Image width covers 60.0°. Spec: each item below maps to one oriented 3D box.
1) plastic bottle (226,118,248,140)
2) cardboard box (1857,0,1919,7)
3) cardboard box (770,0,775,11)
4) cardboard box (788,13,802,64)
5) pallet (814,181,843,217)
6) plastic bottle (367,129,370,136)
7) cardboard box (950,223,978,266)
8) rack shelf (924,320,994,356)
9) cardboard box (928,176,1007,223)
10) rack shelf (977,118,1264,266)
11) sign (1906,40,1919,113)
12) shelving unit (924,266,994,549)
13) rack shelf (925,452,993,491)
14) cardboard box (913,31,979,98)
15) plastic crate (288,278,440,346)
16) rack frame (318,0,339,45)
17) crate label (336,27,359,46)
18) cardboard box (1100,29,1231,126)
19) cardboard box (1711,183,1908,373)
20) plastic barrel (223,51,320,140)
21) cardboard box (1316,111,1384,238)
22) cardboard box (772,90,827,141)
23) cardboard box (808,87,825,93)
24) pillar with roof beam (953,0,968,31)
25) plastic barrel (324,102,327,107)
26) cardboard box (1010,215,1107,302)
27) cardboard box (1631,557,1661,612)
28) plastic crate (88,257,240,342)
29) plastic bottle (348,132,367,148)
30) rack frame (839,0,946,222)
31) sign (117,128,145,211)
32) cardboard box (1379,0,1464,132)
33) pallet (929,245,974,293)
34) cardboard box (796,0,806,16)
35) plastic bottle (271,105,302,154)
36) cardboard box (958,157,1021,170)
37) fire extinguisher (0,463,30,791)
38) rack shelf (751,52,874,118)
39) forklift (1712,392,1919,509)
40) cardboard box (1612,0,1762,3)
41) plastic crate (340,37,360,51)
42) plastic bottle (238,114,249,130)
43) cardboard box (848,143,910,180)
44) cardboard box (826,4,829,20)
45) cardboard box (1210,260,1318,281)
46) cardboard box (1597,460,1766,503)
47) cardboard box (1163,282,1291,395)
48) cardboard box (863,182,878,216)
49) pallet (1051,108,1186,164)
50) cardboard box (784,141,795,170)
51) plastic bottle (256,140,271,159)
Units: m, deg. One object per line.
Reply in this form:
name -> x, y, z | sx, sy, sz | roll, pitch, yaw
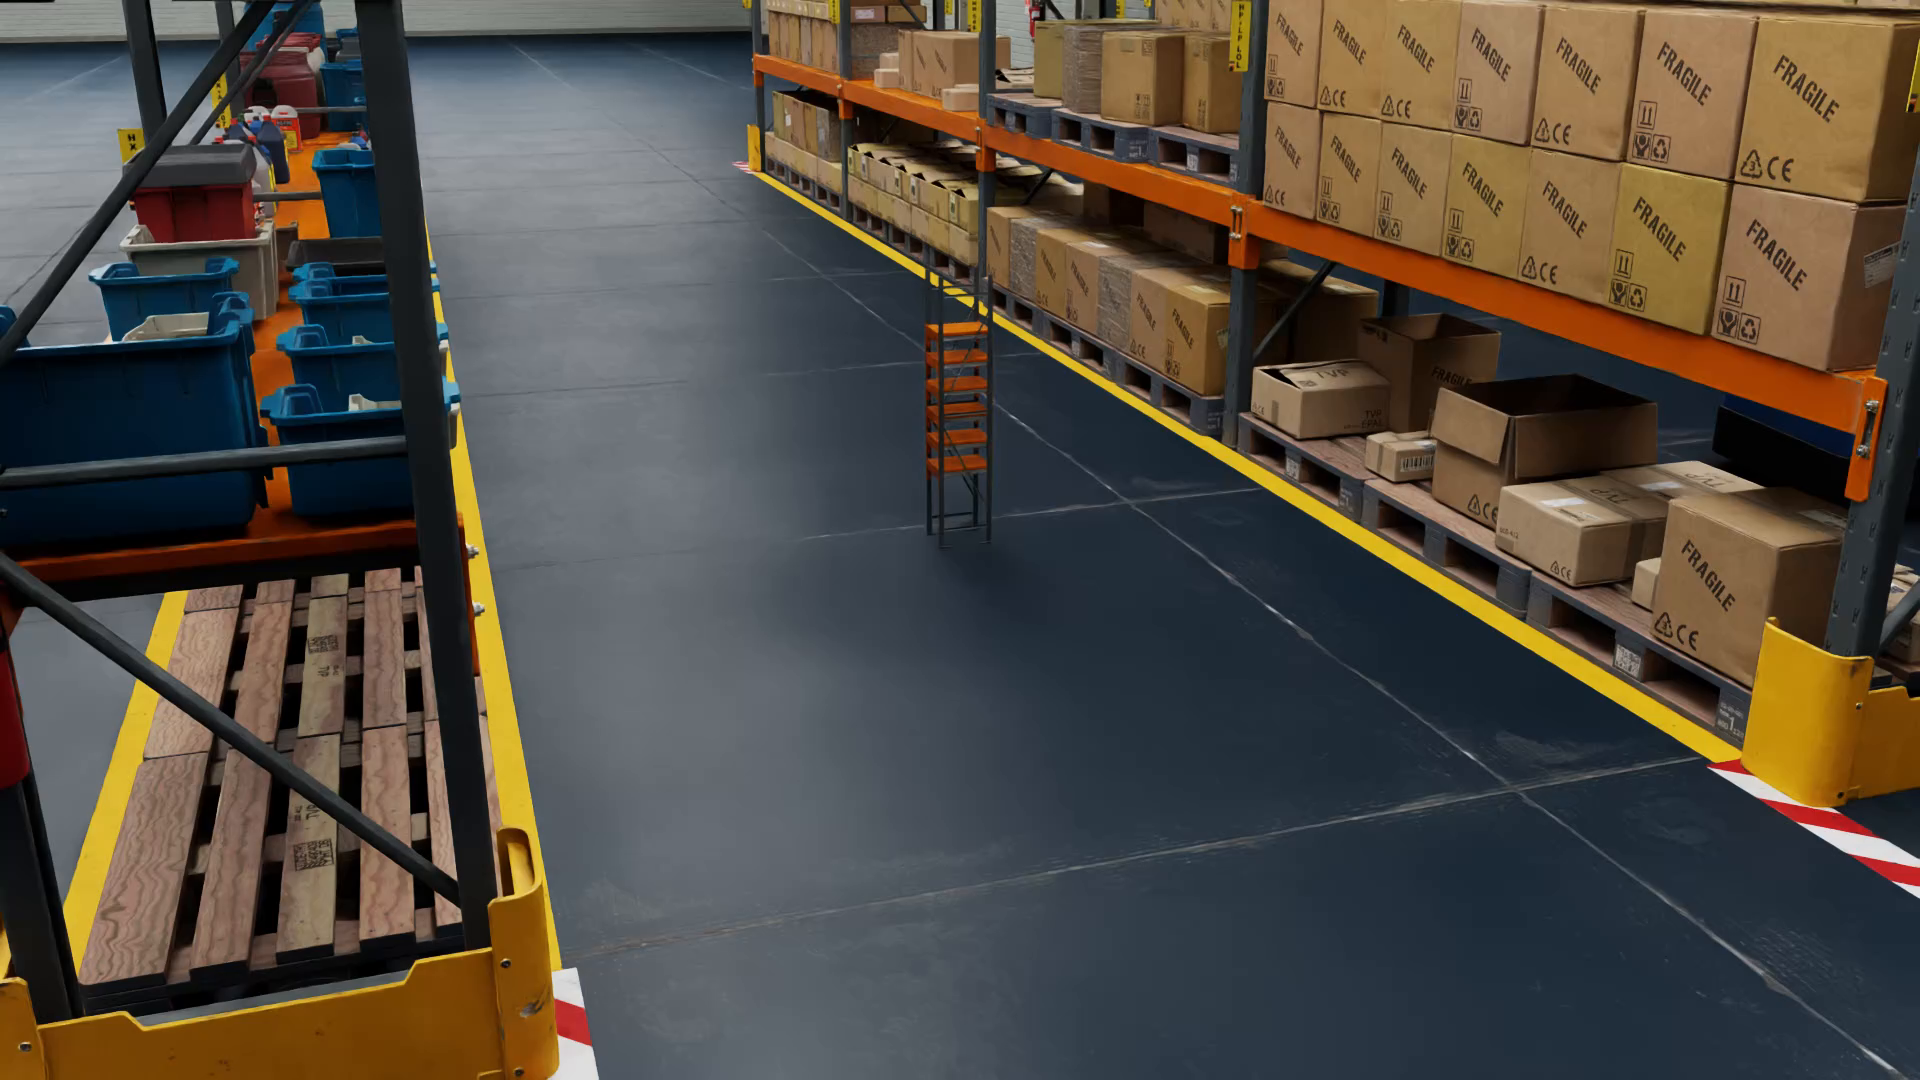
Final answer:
plastic bottle -> -3.765, -2.022, 8.682 | 0.144, 0.351, 0.185 | -6, 21, -17
cardboard box -> 6.044, -3.322, 10.500 | 0.500, 0.250, 0.500 | -6, 21, -16
cardboard box -> -1.883, -5.927, 18.372 | 0.380, 0.149, 0.250 | -7, 21, -19
cardboard box -> -1.433, -5.376, 17.798 | 0.700, 0.500, 0.500 | -6, 21, -17
pallet -> -0.841, -3.471, 16.769 | 1.003, 0.211, 1.213 | -6, 21, -17
plastic bottle -> -3.175, -2.185, 9.136 | 0.144, 0.351, 0.185 | -6, 21, -17
cardboard box -> 0.230, -2.287, 12.793 | 0.500, 0.250, 0.500 | -6, 21, -16
rack shelf -> -0.005, -0.866, 7.120 | 0.258, 0.103, 0.180 | -6, 21, -17
cardboard box -> 0.059, -2.716, 13.157 | 0.500, 0.311, 0.500 | -7, 21, -18
rack shelf -> 1.255, -2.260, 10.336 | 1.077, 0.370, 4.000 | -6, 21, -17
sign -> 2.608, -1.314, 4.458 | 0.100, 0.325, 0.005 | -6, 21, -17
shelving unit -> -0.005, -0.569, 7.227 | 0.258, 1.200, 0.189 | -6, 21, -17
rack shelf -> -0.005, -0.302, 7.323 | 0.258, 0.103, 0.180 | -6, 21, -17
cardboard box -> -0.082, -3.993, 13.949 | 0.500, 0.500, 0.500 | -6, 21, -17
plastic crate -> -1.741, -0.634, 4.904 | 0.416, 0.233, 0.300 | -6, 21, -17
rack frame -> -6.591, -5.283, 17.687 | 1.000, 3.000, 0.127 | -6, 21, -17
crate label -> -5.756, -4.737, 16.116 | 0.502, 0.435, 0.616 | -6, 21, -17
cardboard box -> 1.270, -2.762, 9.899 | 0.700, 0.500, 0.500 | -12, 23, -31
cardboard box -> 2.742, -0.835, 5.156 | 0.500, 0.500, 0.500 | -6, 21, -16
plastic barrel -> -4.510, -2.896, 10.841 | 0.600, 0.536, 0.708 | -6, 21, -17
cardboard box -> 1.950, -1.647, 7.418 | 0.500, 0.500, 0.500 | -6, 21, -16
cardboard box -> -1.771, -4.708, 18.424 | 0.500, 0.500, 0.500 | -6, 21, -17
cardboard box -> -1.437, -4.924, 19.024 | 0.500, 0.500, 0.500 | -6, 21, -17
pillar with roof beam -> -4.004, -12.419, 28.681 | 9.100, 9.000, 0.400 | -6, 21, -17
plastic barrel -> -5.064, -3.493, 12.908 | 0.301, 0.262, 0.301 | 0, 20, 0
cardboard box -> 0.668, -1.927, 11.392 | 0.500, 0.500, 0.500 | -7, 21, -19
cardboard box -> 2.695, 0.165, 6.059 | 0.380, 0.166, 0.250 | -6, 21, -17
plastic crate -> -2.451, -0.729, 5.169 | 0.416, 0.233, 0.300 | -6, 21, -17
plastic bottle -> -3.176, -2.019, 8.791 | 0.097, 0.271, 0.097 | 0, 20, 0
rack frame -> -0.630, -4.524, 15.575 | 1.000, 3.000, 0.127 | -6, 21, -17
sign -> -3.342, -1.504, 6.757 | 0.100, 0.325, 0.005 | -6, 21, -17
cardboard box -> 2.089, -1.963, 6.817 | 0.500, 0.500, 0.500 | -7, 21, -19
pallet -> 0.405, -2.196, 13.219 | 1.003, 0.211, 1.213 | -6, 21, -17
cardboard box -> -1.486, -5.518, 17.234 | 0.380, 0.149, 0.250 | -6, 21, -17
plastic bottle -> -4.103, -2.500, 10.123 | 0.152, 0.276, 0.135 | -6, 21, -17
cardboard box -> 0.248, -3.104, 14.237 | 0.500, 0.311, 0.500 | -7, 21, -18
fire extinguisher -> -1.946, 0.160, 3.198 | 0.296, 0.674, 0.183 | -6, 21, -17
rack shelf -> -1.259, -4.827, 17.483 | 1.077, 0.370, 4.000 | -6, 21, -17
forklift -> 5.396, -1.704, 7.826 | 3.031, 2.935, 1.130 | -3, 20, -10
cardboard box -> 2.768, -1.852, 6.509 | 0.500, 0.500, 0.500 | -7, 21, -18
plastic crate -> -4.891, -3.906, 13.760 | 0.402, 0.464, 0.583 | -6, 21, -17
plastic bottle -> -4.103, -2.291, 9.530 | 0.061, 0.283, 0.133 | -6, 21, -17
cardboard box -> -0.737, -3.533, 15.431 | 0.500, 0.311, 0.500 | -6, 21, -17
cardboard box -> -1.080, -5.104, 16.082 | 0.380, 0.149, 0.250 | -7, 21, -19
cardboard box -> 1.785, -1.339, 9.753 | 0.500, 0.500, 0.500 | -6, 21, -16
cardboard box -> 2.925, -0.112, 6.707 | 0.500, 0.250, 0.500 | -6, 21, -17
cardboard box -> 1.457, -1.115, 9.131 | 0.500, 0.500, 0.500 | -7, 21, -17
cardboard box -> -0.579, -3.108, 15.078 | 0.500, 0.250, 0.500 | -6, 21, -16
pallet -> 1.242, -2.527, 10.297 | 1.003, 0.211, 1.213 | -6, 21, -17
cardboard box -> -1.613, -4.195, 18.105 | 0.500, 0.250, 0.500 | -6, 21, -17
plastic bottle -> -3.526, -1.879, 8.401 | 0.097, 0.271, 0.097 | 0, 20, 0
